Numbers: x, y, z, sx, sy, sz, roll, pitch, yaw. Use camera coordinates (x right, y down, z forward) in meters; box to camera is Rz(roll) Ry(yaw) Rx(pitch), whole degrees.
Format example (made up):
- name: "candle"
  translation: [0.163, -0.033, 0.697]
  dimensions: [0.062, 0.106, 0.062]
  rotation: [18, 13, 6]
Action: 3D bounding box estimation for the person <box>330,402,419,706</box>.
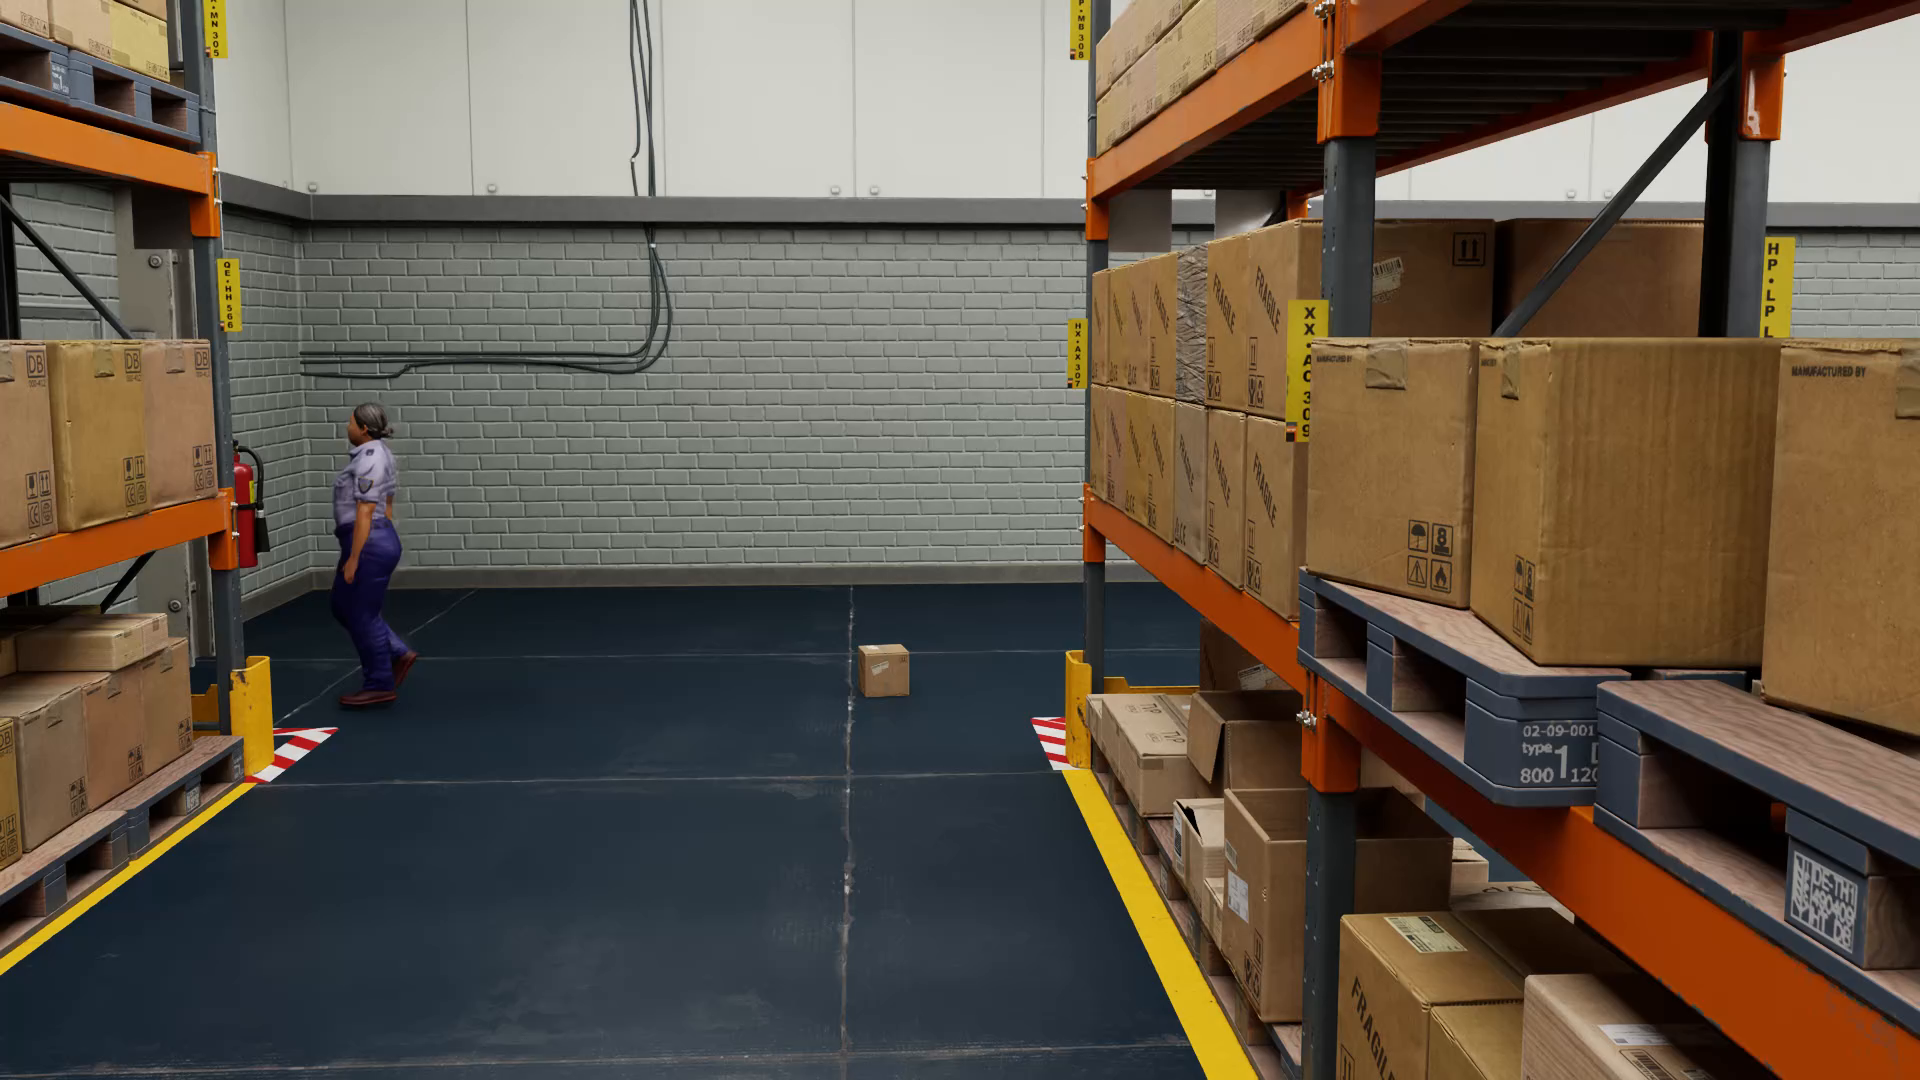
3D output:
- name: "person"
  translation: [-3.218, 0.083, 9.038]
  dimensions: [0.458, 1.635, 0.475]
  rotation: [-2, 7, -12]
